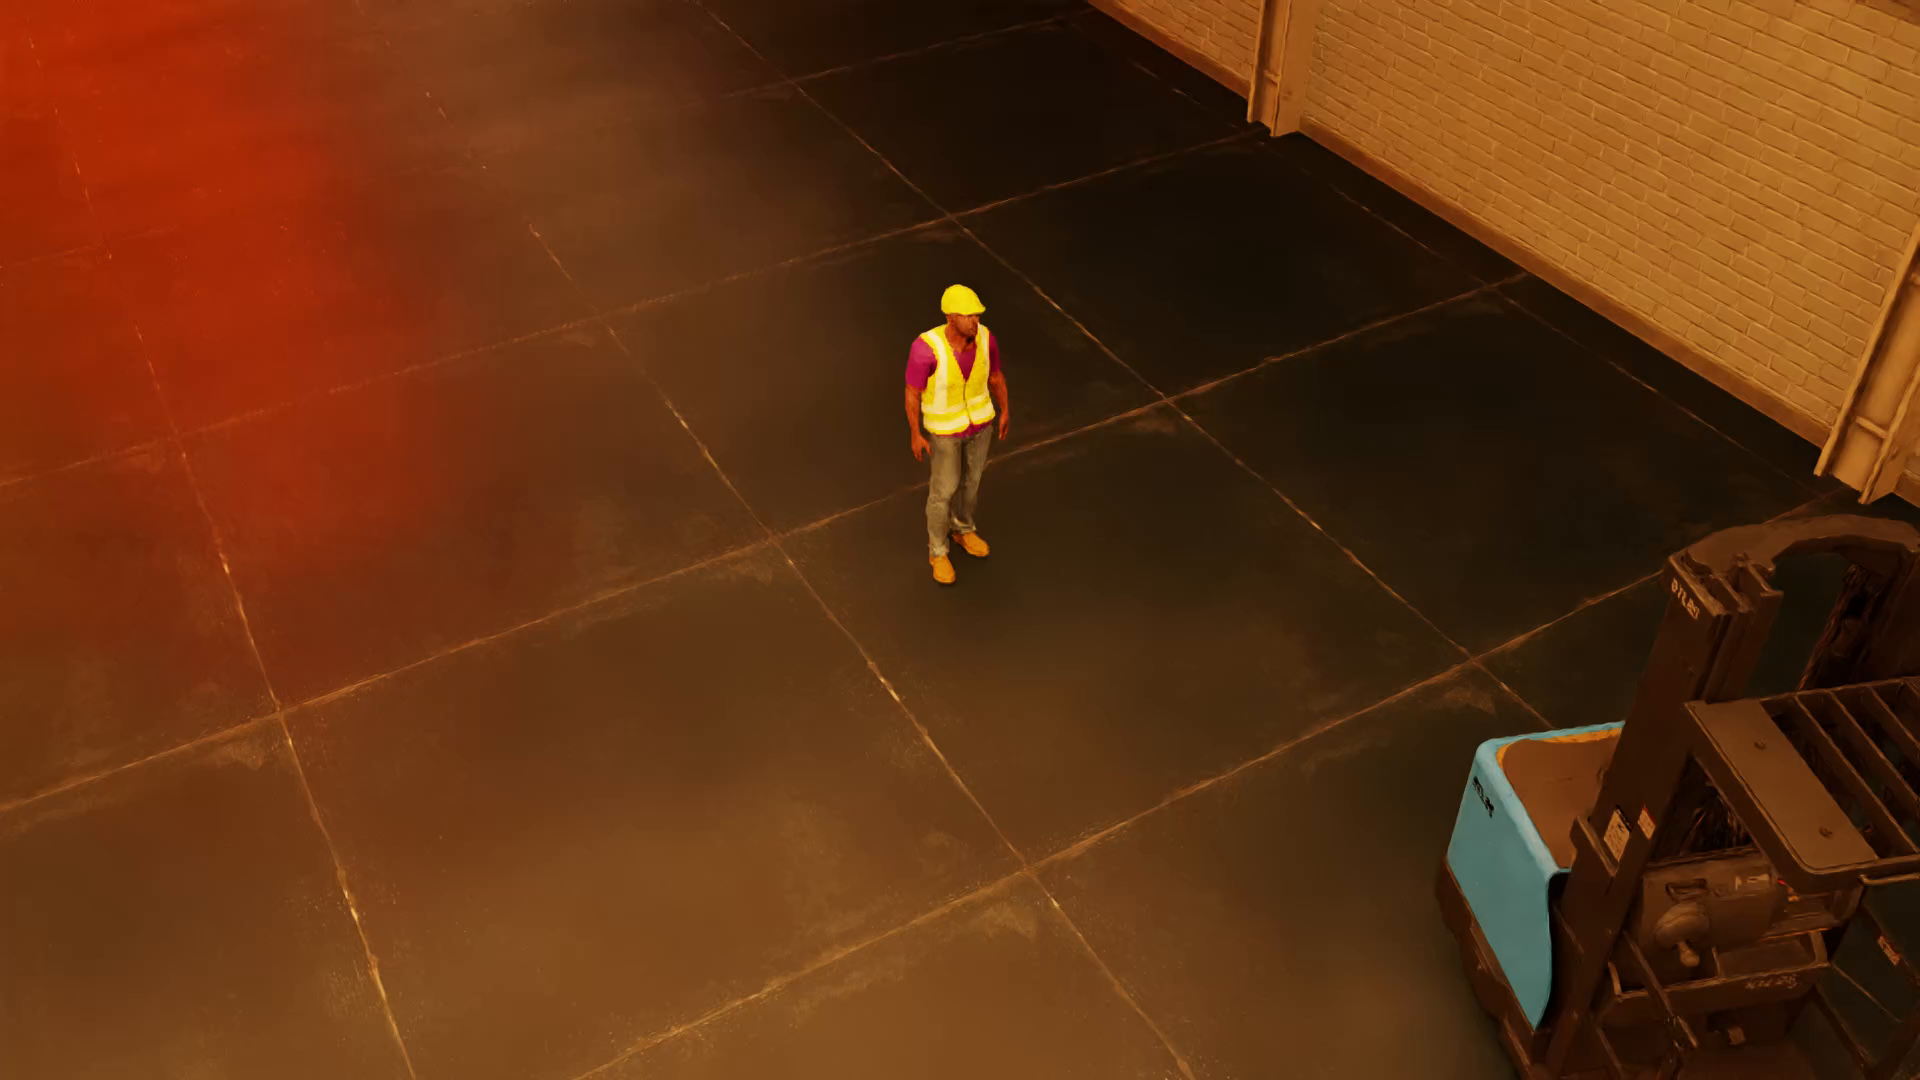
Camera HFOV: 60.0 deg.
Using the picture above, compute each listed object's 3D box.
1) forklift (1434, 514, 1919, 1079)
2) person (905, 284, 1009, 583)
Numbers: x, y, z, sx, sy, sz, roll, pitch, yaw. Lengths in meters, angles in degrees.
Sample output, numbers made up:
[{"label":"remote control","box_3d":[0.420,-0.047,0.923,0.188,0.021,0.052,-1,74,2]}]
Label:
[{"label":"forklift","box_3d":[3.091,1.482,6.249,1.130,2.935,3.031,-7,40,-8]},{"label":"person","box_3d":[0.030,-0.645,9.715,0.665,1.766,0.576,-20,44,-23]}]
